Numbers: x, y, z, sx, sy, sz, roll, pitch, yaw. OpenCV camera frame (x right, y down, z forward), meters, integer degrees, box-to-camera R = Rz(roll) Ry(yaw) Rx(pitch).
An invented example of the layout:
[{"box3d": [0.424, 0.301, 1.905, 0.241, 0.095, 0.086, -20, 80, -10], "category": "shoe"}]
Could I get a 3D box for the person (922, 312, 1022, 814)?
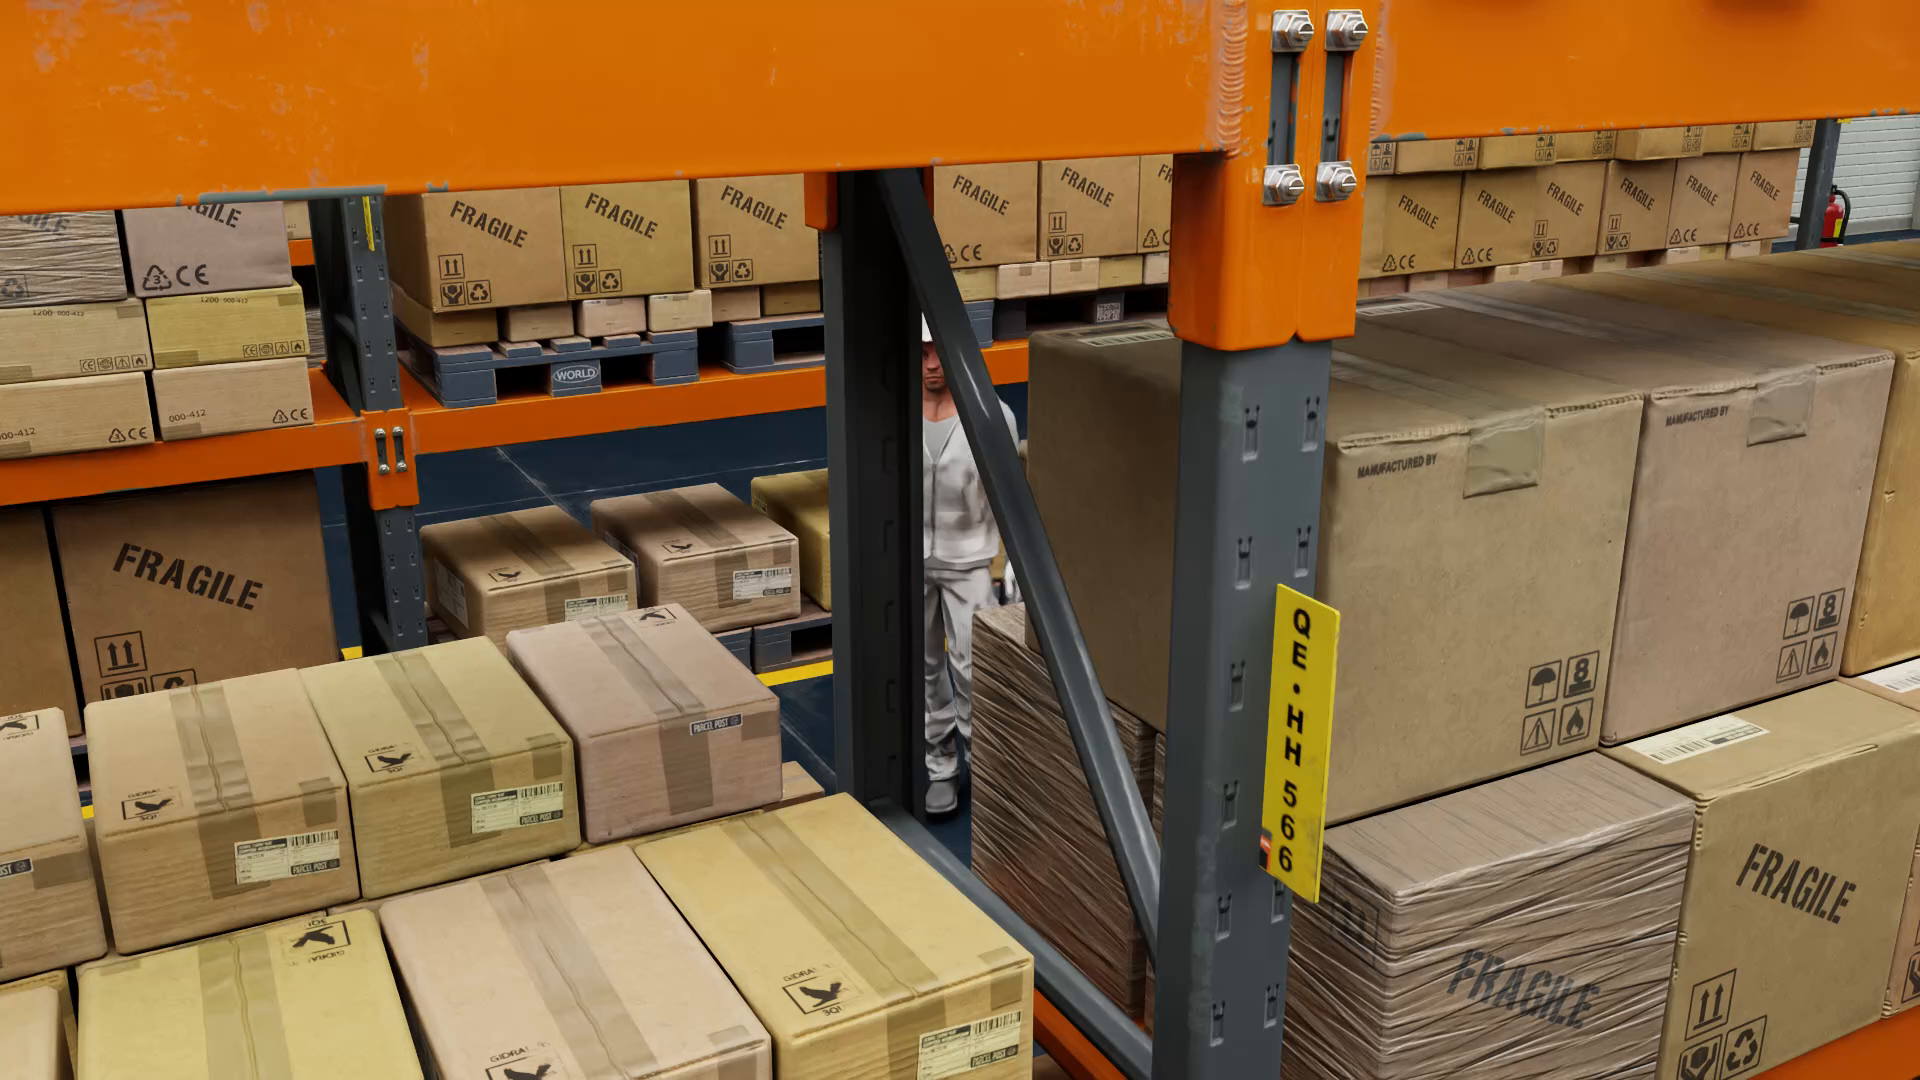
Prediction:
[{"box3d": [-0.060, 0.100, 5.730, 0.567, 1.816, 0.399, 3, 18, 9], "category": "person"}]
